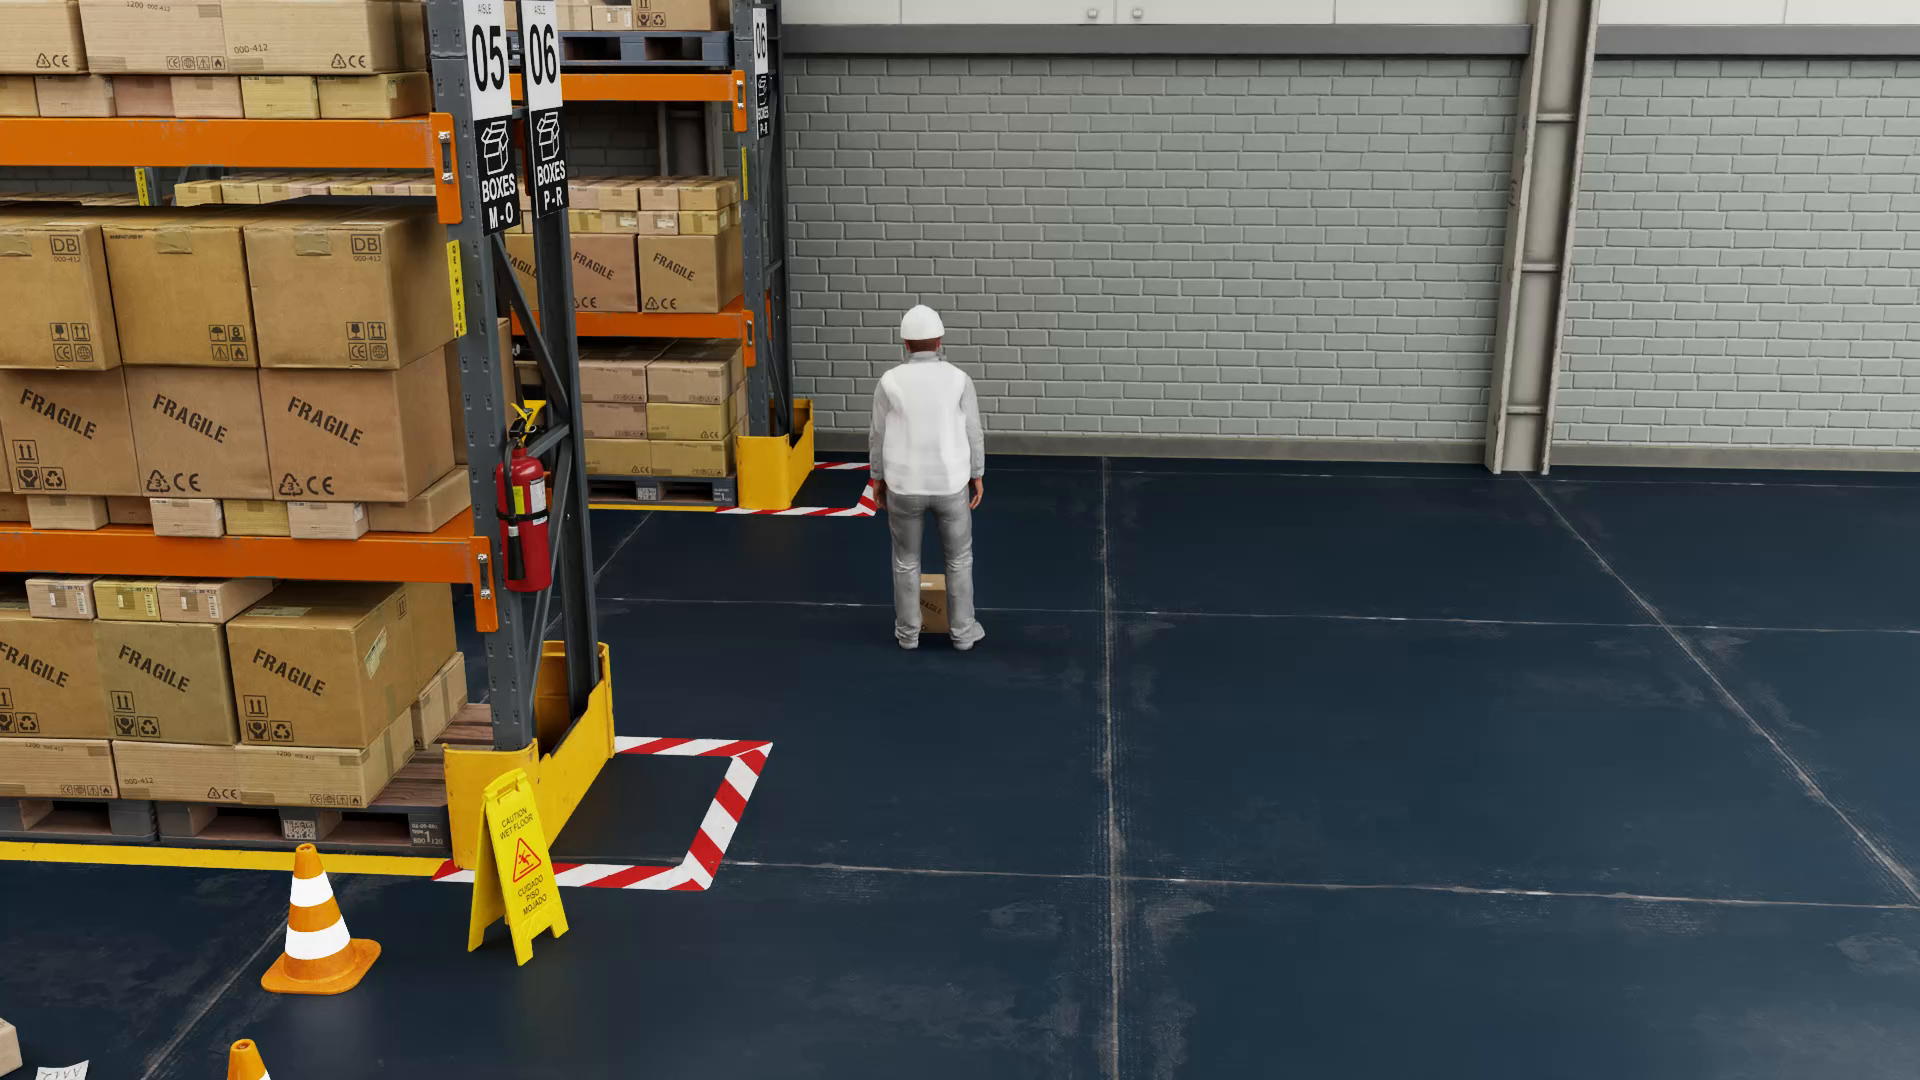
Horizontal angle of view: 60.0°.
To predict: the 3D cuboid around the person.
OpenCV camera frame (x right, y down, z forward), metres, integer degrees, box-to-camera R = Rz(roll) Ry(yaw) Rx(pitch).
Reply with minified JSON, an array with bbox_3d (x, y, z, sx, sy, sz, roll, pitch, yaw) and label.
[{"bbox_3d":[-0.167,-0.306,8.481,0.594,1.772,0.458,0,17,1],"label":"person"}]
